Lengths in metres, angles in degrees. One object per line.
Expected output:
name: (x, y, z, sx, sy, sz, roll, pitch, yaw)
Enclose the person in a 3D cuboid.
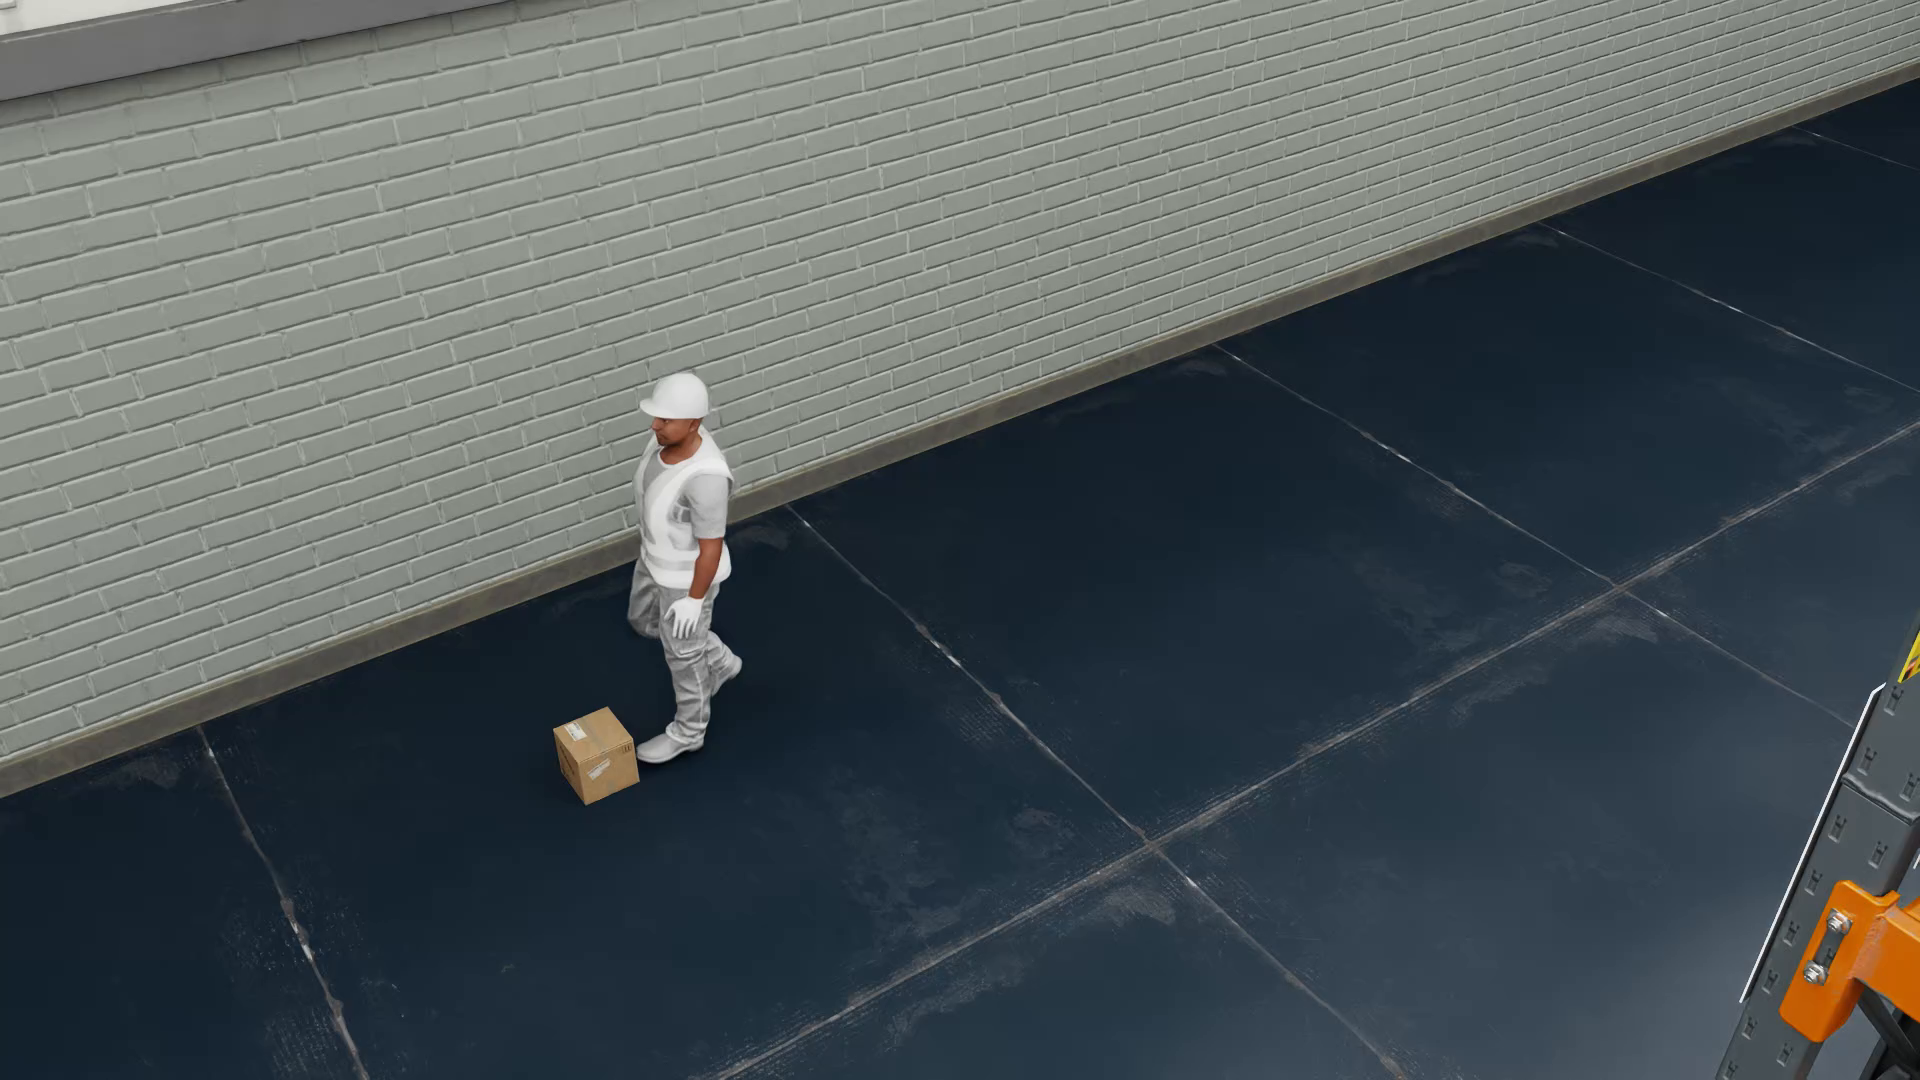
person: (-1.171, 0.117, 6.777, 0.570, 1.782, 0.605, -16, 39, -21)
